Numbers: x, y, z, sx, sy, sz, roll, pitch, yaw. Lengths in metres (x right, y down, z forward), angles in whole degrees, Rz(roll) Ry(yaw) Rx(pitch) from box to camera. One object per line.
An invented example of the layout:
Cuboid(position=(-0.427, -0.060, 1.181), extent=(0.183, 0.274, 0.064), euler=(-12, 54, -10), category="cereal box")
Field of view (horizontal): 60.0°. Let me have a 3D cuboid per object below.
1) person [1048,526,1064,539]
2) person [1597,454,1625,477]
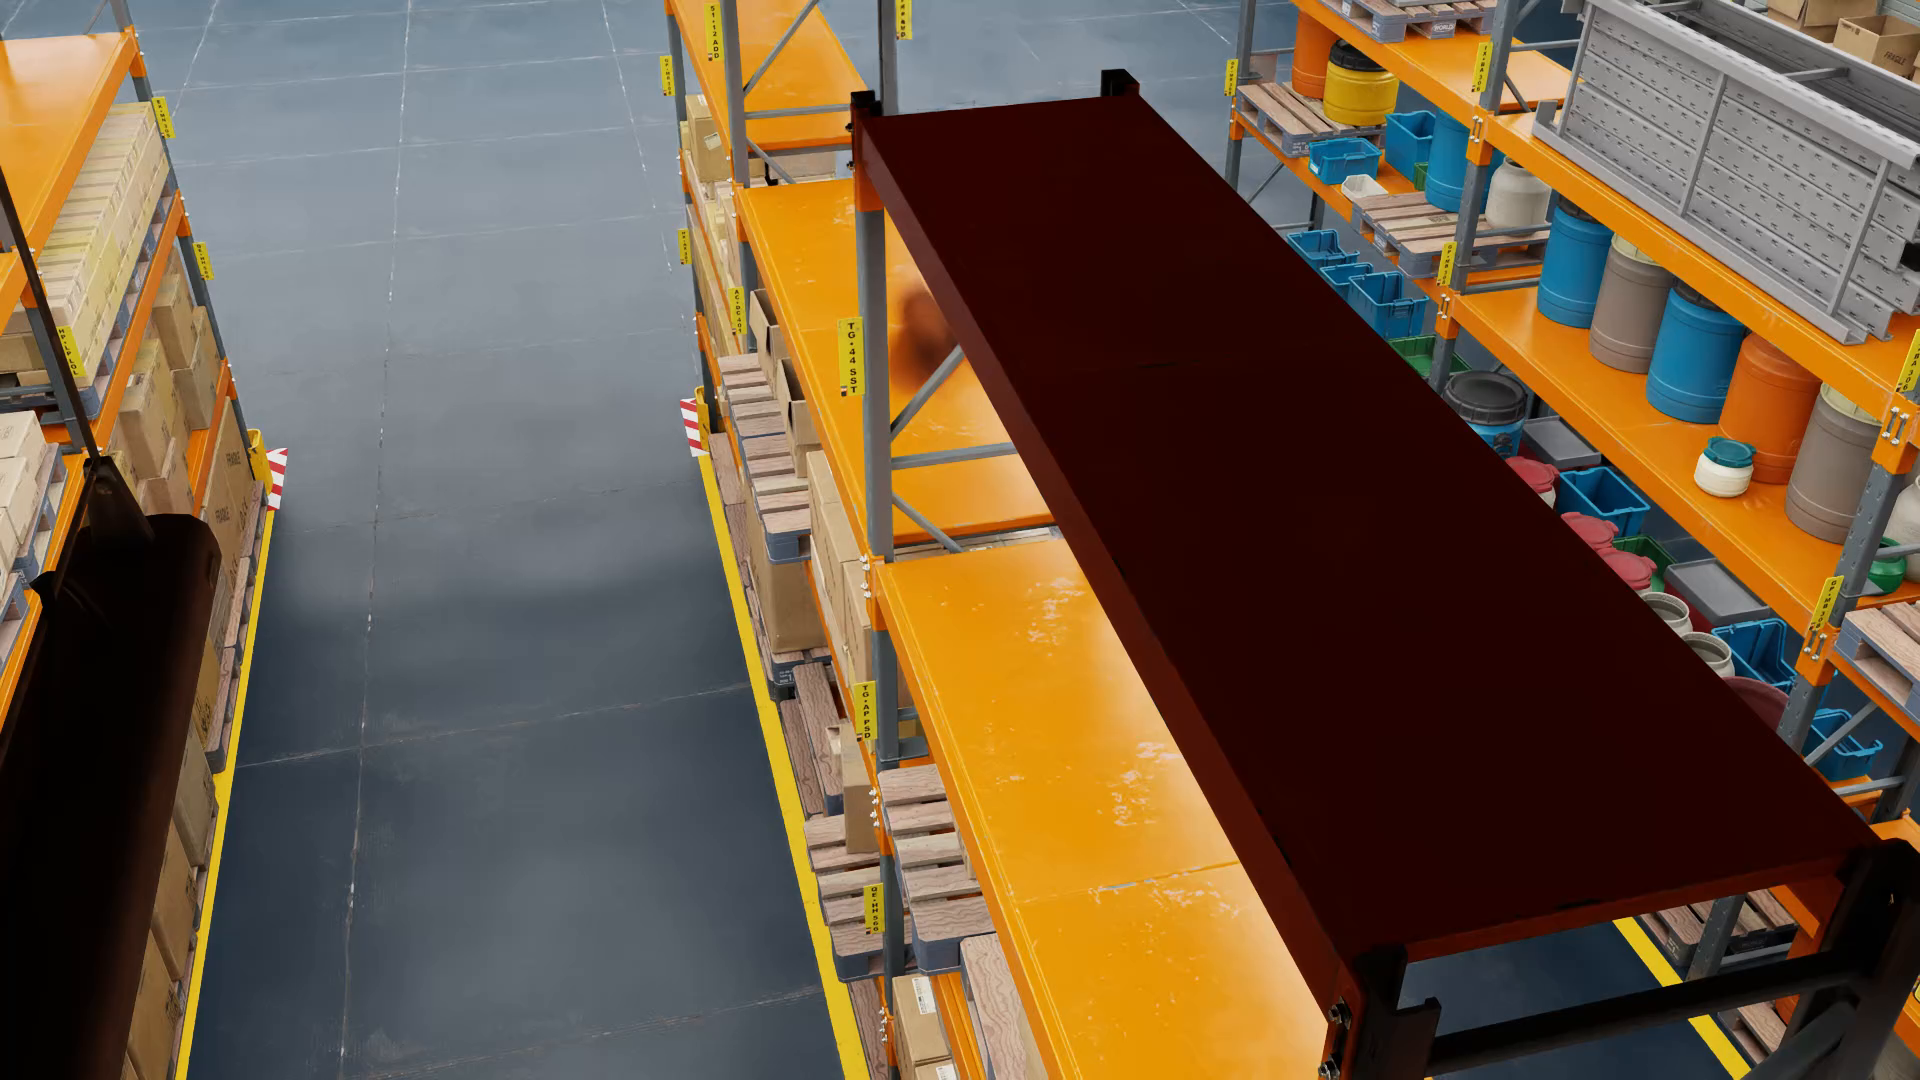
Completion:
Cuboid(position=(0.705, 0.084, 12.496), extent=(0.587, 1.684, 0.780), euler=(-6, 35, -9), category="person")
Cuboid(position=(5.329, -0.686, 13.651), extent=(0.693, 1.678, 0.681), euler=(-5, 35, -7), category="person")
